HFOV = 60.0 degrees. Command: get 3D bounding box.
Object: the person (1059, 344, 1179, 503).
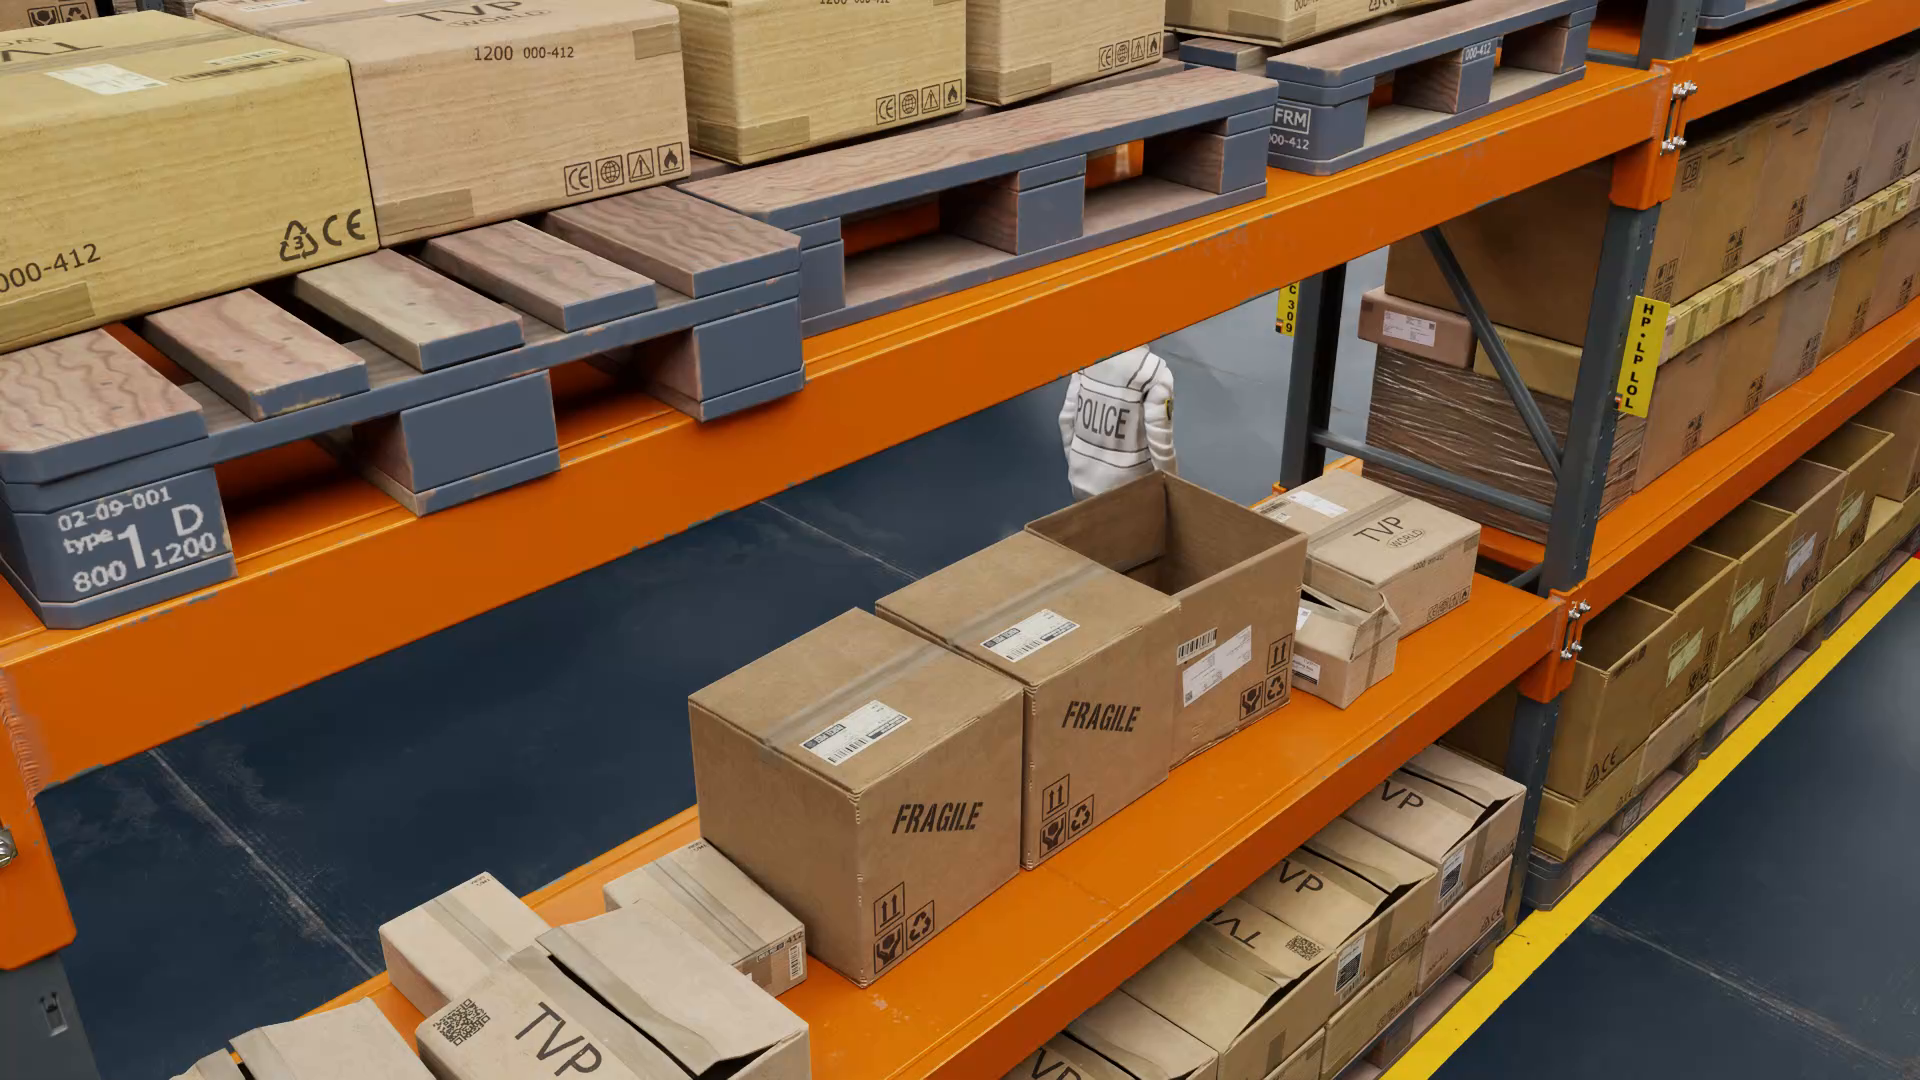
[{"bbox_3d":[0.630,-0.216,6.522,0.547,1.667,0.370,24,36,37],"label":"person"}]
